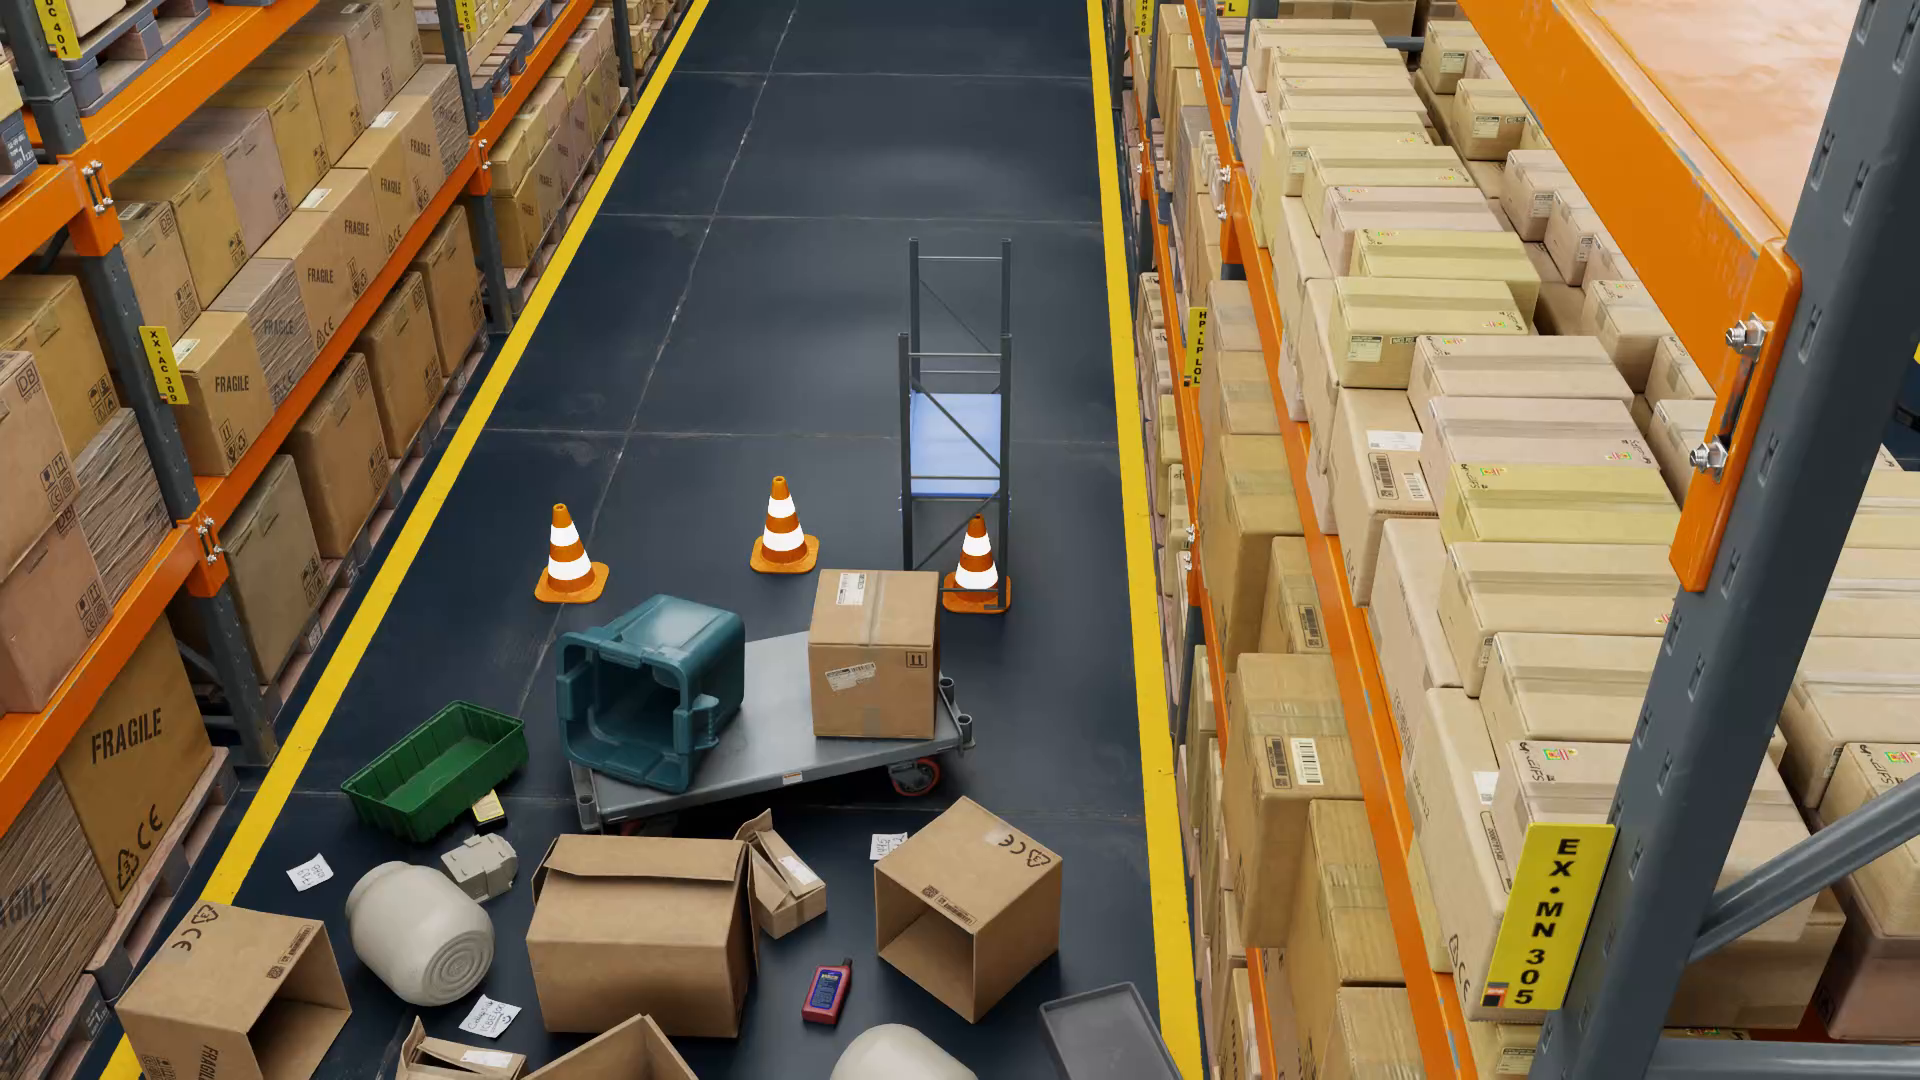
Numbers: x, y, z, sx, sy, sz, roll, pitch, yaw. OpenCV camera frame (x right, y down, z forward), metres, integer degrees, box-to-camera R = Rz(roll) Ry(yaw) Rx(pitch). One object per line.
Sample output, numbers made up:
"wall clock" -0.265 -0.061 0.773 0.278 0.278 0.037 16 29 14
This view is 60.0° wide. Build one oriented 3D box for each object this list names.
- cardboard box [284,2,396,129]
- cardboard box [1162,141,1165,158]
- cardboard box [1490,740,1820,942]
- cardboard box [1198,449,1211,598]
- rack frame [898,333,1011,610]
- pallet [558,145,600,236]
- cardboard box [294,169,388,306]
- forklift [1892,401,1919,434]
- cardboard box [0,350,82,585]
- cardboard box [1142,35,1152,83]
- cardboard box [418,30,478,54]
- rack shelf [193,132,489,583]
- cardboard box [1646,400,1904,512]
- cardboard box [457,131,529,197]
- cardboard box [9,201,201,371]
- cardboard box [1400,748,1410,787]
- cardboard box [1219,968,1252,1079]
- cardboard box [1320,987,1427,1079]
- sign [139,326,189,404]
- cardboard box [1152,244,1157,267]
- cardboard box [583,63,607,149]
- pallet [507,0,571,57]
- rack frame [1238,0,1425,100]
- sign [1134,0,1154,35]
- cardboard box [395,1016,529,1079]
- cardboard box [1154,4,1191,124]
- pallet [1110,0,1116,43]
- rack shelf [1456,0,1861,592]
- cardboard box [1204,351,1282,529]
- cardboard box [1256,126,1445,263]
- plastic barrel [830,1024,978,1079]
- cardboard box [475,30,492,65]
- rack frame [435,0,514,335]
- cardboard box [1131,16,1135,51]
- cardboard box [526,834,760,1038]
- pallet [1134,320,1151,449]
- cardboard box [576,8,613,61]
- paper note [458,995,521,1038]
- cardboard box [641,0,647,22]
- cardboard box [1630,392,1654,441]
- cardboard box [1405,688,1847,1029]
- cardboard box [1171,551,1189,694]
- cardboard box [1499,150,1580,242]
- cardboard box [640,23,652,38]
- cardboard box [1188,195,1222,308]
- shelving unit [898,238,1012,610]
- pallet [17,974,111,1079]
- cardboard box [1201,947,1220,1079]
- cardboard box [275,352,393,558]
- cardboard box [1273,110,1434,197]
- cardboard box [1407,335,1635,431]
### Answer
"cardboard box" -3.403 -2.473 8.650 0.700 0.500 0.500 1 35 1
"cardboard box" 1.293 -2.084 8.906 0.380 0.149 0.250 -1 35 -1
"cardboard box" 0.991 0.429 2.393 0.380 0.149 0.250 2 35 2
"cardboard box" 1.137 -0.133 5.931 0.500 0.500 0.500 1 35 2
"rack frame" -0.023 -0.288 7.776 0.500 1.500 0.032 1 34 1
"pallet" -3.271 -2.579 12.181 1.003 0.211 1.213 1 35 2
"cardboard box" -3.164 -1.479 8.105 0.500 0.500 0.500 2 35 3
"forklift" 3.616 -0.588 6.983 1.130 2.935 3.031 -13 37 -18
"cardboard box" -3.472 -0.247 5.368 0.875 0.550 0.550 1 35 2
"cardboard box" 1.360 -2.943 9.970 0.500 0.250 0.500 1 35 2
"cardboard box" -3.136 -3.035 10.000 0.380 0.149 0.250 3 35 4
"rack shelf" -3.436 -1.128 8.318 1.077 0.370 4.000 1 35 2
"cardboard box" 1.556 -0.144 3.208 0.380 0.149 0.250 1 35 2
"cardboard box" -3.086 -2.418 10.684 0.500 0.250 0.500 0 35 0
"cardboard box" -3.503 -1.009 6.566 0.700 0.500 0.500 1 35 1
"cardboard box" 1.030 0.449 3.057 0.380 0.149 0.250 2 35 3
"cardboard box" 1.089 1.671 5.083 0.500 0.500 0.500 1 35 1
"cardboard box" 1.075 1.211 3.149 0.700 0.500 0.500 1 35 1
"sign" -2.962 -0.648 6.187 0.100 0.325 0.005 1 35 2
"cardboard box" 1.705 -2.213 10.718 0.875 0.875 0.875 1 35 1
"cardboard box" -2.994 -3.293 12.581 0.500 0.500 0.500 1 35 1
"pallet" -3.317 -3.631 11.421 1.003 0.211 1.213 1 35 2
"rack frame" 1.434 -2.672 4.671 1.000 3.000 0.127 1 35 2
"sign" 1.039 -3.000 9.349 0.100 0.325 0.005 1 35 2
"cardboard box" -1.745 1.875 5.796 0.396 0.266 0.258 7 36 10
"cardboard box" 1.345 -2.597 9.071 0.500 0.500 0.500 0 35 1
"pallet" 1.910 -4.810 15.357 1.003 0.211 1.213 1 35 2
"rack shelf" 1.353 -1.227 3.244 1.077 0.370 4.000 1 35 2
"cardboard box" 1.157 -0.248 5.225 0.700 0.500 0.500 2 35 2
"cardboard box" 1.131 -0.962 4.718 0.500 0.250 0.500 1 35 1
"plastic barrel" -0.157 1.913 5.605 0.512 0.421 0.421 28 44 33
"cardboard box" -3.125 -3.047 10.276 0.380 0.149 0.250 3 35 4
"rack frame" -3.356 -2.572 9.746 1.000 3.000 0.127 1 35 2
"cardboard box" 1.396 -3.333 10.960 0.500 0.250 0.500 1 35 1
"cardboard box" -1.157 1.442 6.089 0.797 0.637 0.503 1 35 2
"pallet" 1.561 -0.925 9.829 1.003 0.211 1.213 1 35 2
"cardboard box" -2.973 -3.892 12.781 0.500 0.250 0.500 0 35 1
"paper note" -1.743 1.767 6.162 0.172 0.023 0.155 13 37 18
"cardboard box" -2.953 -4.641 14.546 0.380 0.149 0.250 0 35 -1
"cardboard box" 1.585 -0.076 3.458 0.500 0.250 0.500 2 35 3
"cardboard box" 1.024 0.493 2.648 0.500 0.250 0.500 1 35 1
"cardboard box" 1.452 0.385 7.460 0.950 0.372 0.625 2 35 2
"cardboard box" 1.613 -0.882 4.258 0.380 0.149 0.250 1 35 1
"cardboard box" -2.891 -4.374 14.425 0.380 0.149 0.250 1 35 2
"cardboard box" 1.241 -1.107 6.952 0.500 0.500 0.500 2 35 2
"shelving unit" -0.011 -0.574 8.196 0.538 1.500 1.048 1 34 1
"pallet" -3.672 2.005 5.659 1.003 0.211 1.213 1 35 2
"cardboard box" 1.111 1.681 5.722 0.500 0.250 0.500 1 35 1
"cardboard box" -3.539 -0.438 8.301 1.050 0.750 0.750 1 35 2
"cardboard box" 1.057 -1.043 4.487 0.380 0.149 0.250 1 35 2
"cardboard box" 1.147 -0.300 3.430 0.380 0.149 0.250 0 35 1
